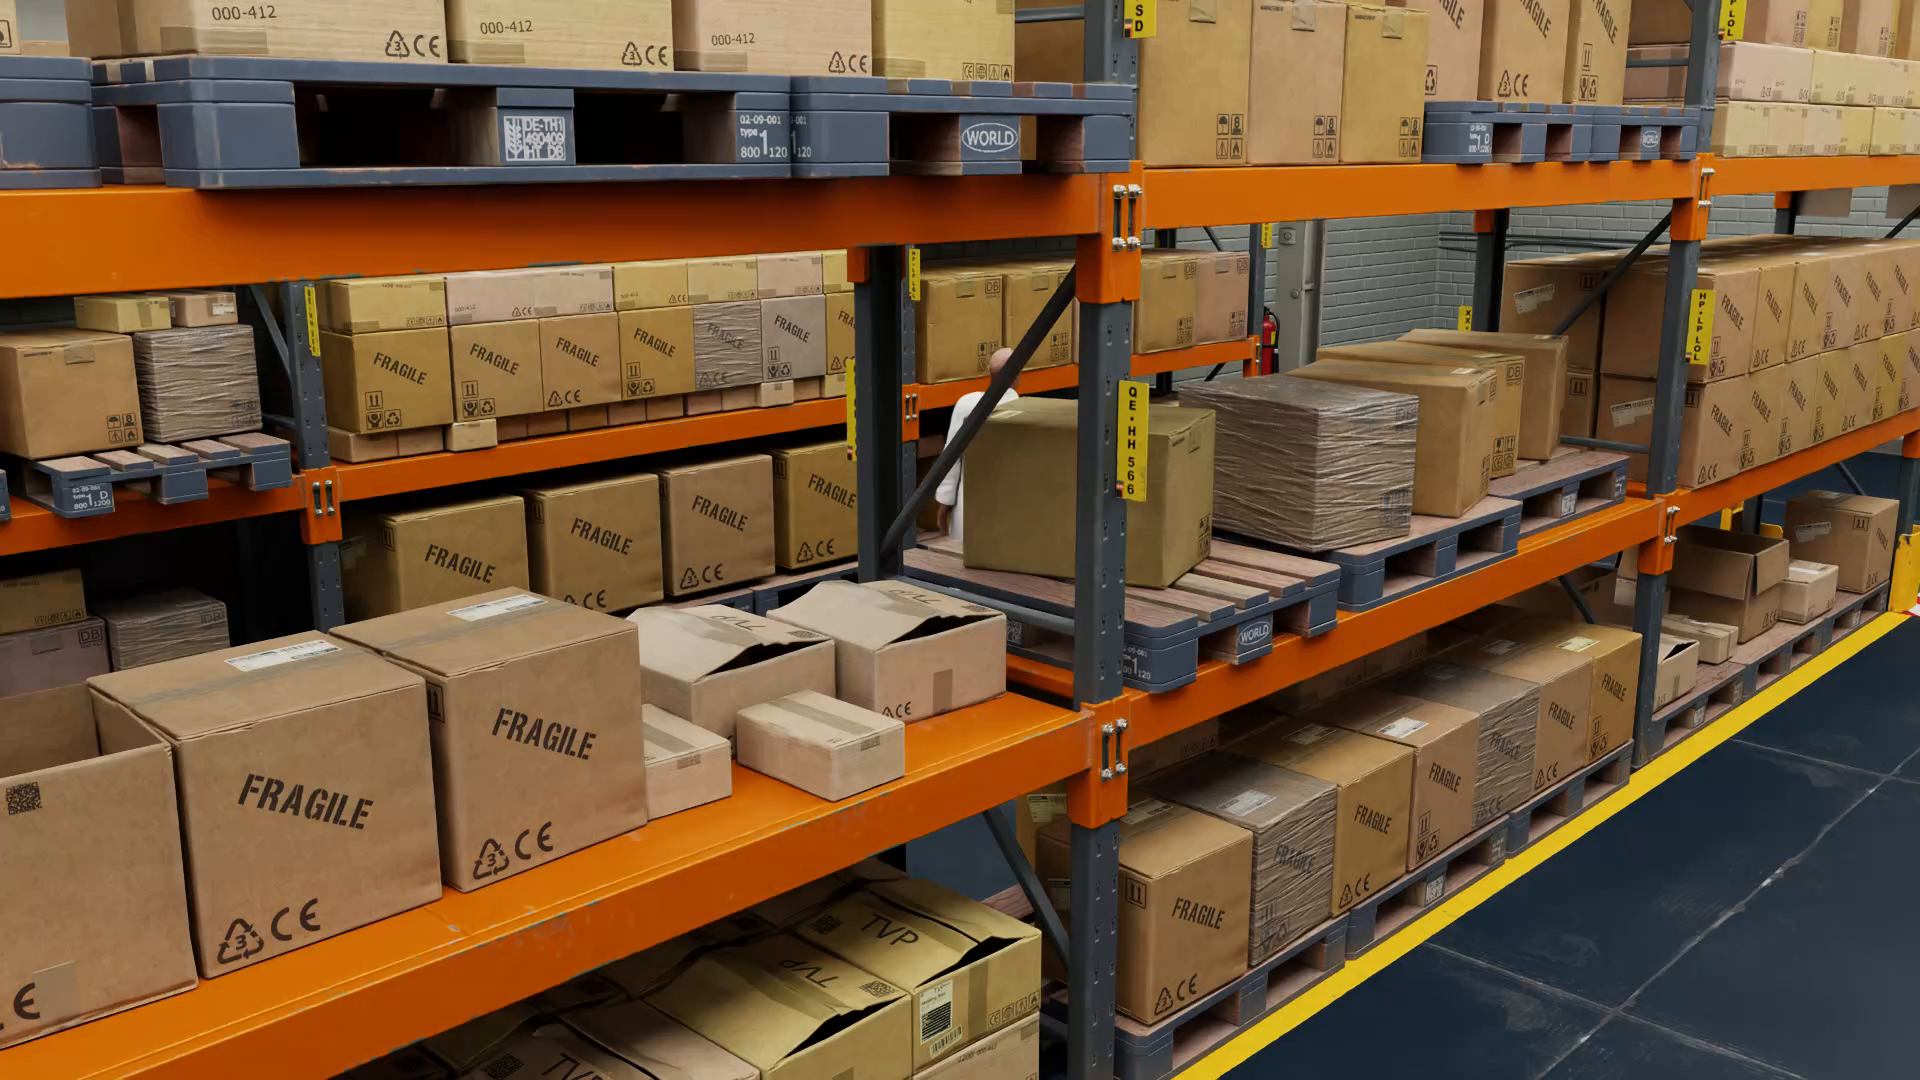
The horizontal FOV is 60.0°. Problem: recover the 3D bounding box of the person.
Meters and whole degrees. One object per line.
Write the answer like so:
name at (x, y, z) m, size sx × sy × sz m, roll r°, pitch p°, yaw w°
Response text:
person at (0.191, -0.166, 9.157) m, size 0.635 × 1.768 × 0.521 m, roll 3°, pitch 14°, yaw 12°
